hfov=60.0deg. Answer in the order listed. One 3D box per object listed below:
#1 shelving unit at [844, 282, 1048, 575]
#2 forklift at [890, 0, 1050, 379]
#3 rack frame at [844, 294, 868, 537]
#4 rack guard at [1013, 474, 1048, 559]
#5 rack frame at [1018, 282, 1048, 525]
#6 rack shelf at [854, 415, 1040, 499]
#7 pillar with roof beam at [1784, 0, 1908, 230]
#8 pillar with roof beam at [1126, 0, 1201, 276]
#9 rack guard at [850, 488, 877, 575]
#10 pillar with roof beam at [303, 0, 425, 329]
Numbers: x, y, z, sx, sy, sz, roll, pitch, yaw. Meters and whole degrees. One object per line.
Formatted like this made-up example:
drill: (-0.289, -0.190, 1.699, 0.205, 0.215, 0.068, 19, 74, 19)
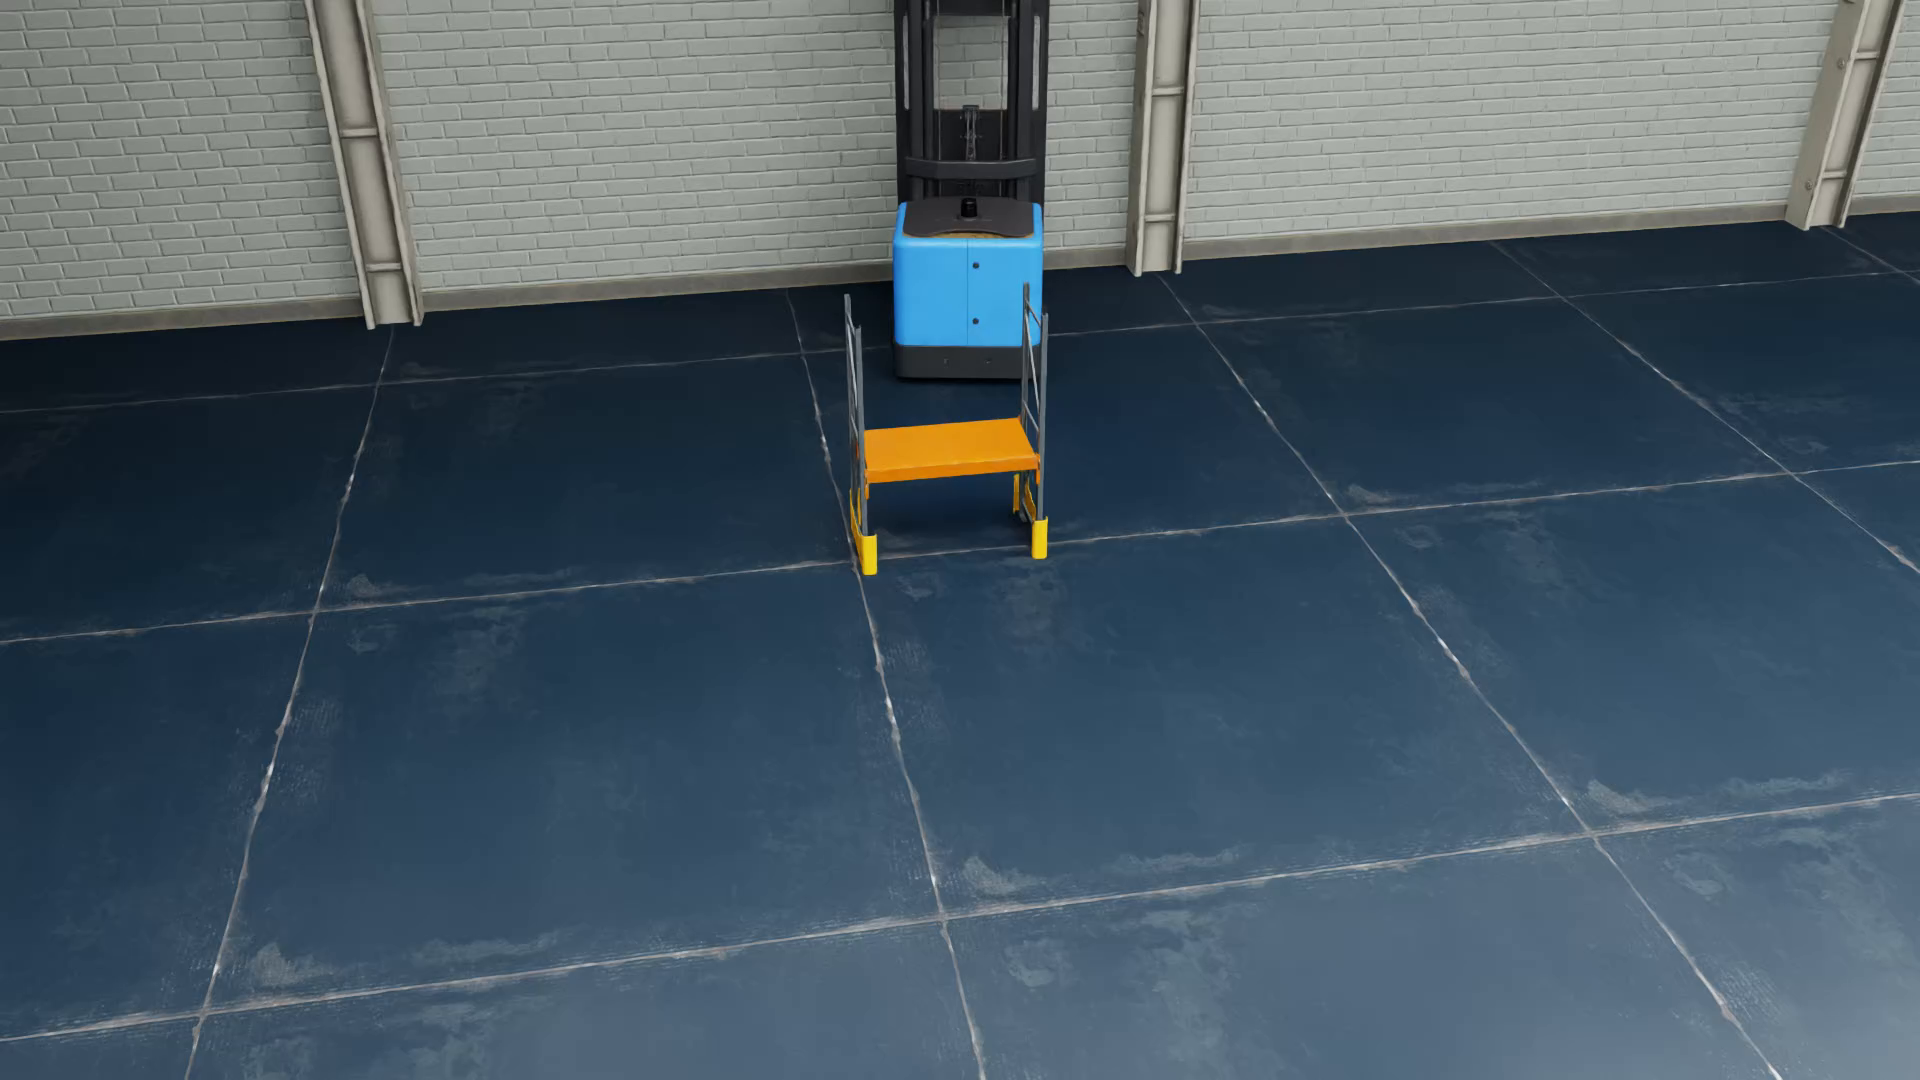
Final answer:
shelving unit: (-0.075, -0.640, 9.472, 1.083, 1.500, 0.587, -5, 31, -9)
forklift: (0.087, -3.103, 12.250, 1.130, 2.935, 3.031, 1, 30, 1)
rack frame: (-0.584, -0.592, 9.392, 0.032, 1.500, 0.500, -5, 31, -9)
rack guard: (0.415, -0.146, 9.867, 0.087, 0.250, 0.587, -5, 31, -9)
rack frame: (0.416, -0.685, 9.550, 0.032, 1.500, 0.500, -5, 31, -9)
rack shelf: (-0.084, -0.484, 9.562, 1.000, 0.185, 0.538, -5, 31, -9)
pillar with roof beam: (8.263, -4.516, 8.666, 0.400, 9.000, 9.100, -5, 31, -9)
pillar with roof beam: (2.361, -3.968, 7.734, 0.400, 9.000, 9.100, -5, 31, -9)
rack guard: (-0.565, -0.055, 9.712, 0.087, 0.250, 0.587, -5, 31, -9)
pillar with roof beam: (-3.541, -3.420, 6.803, 0.400, 9.000, 9.100, -5, 31, -9)
